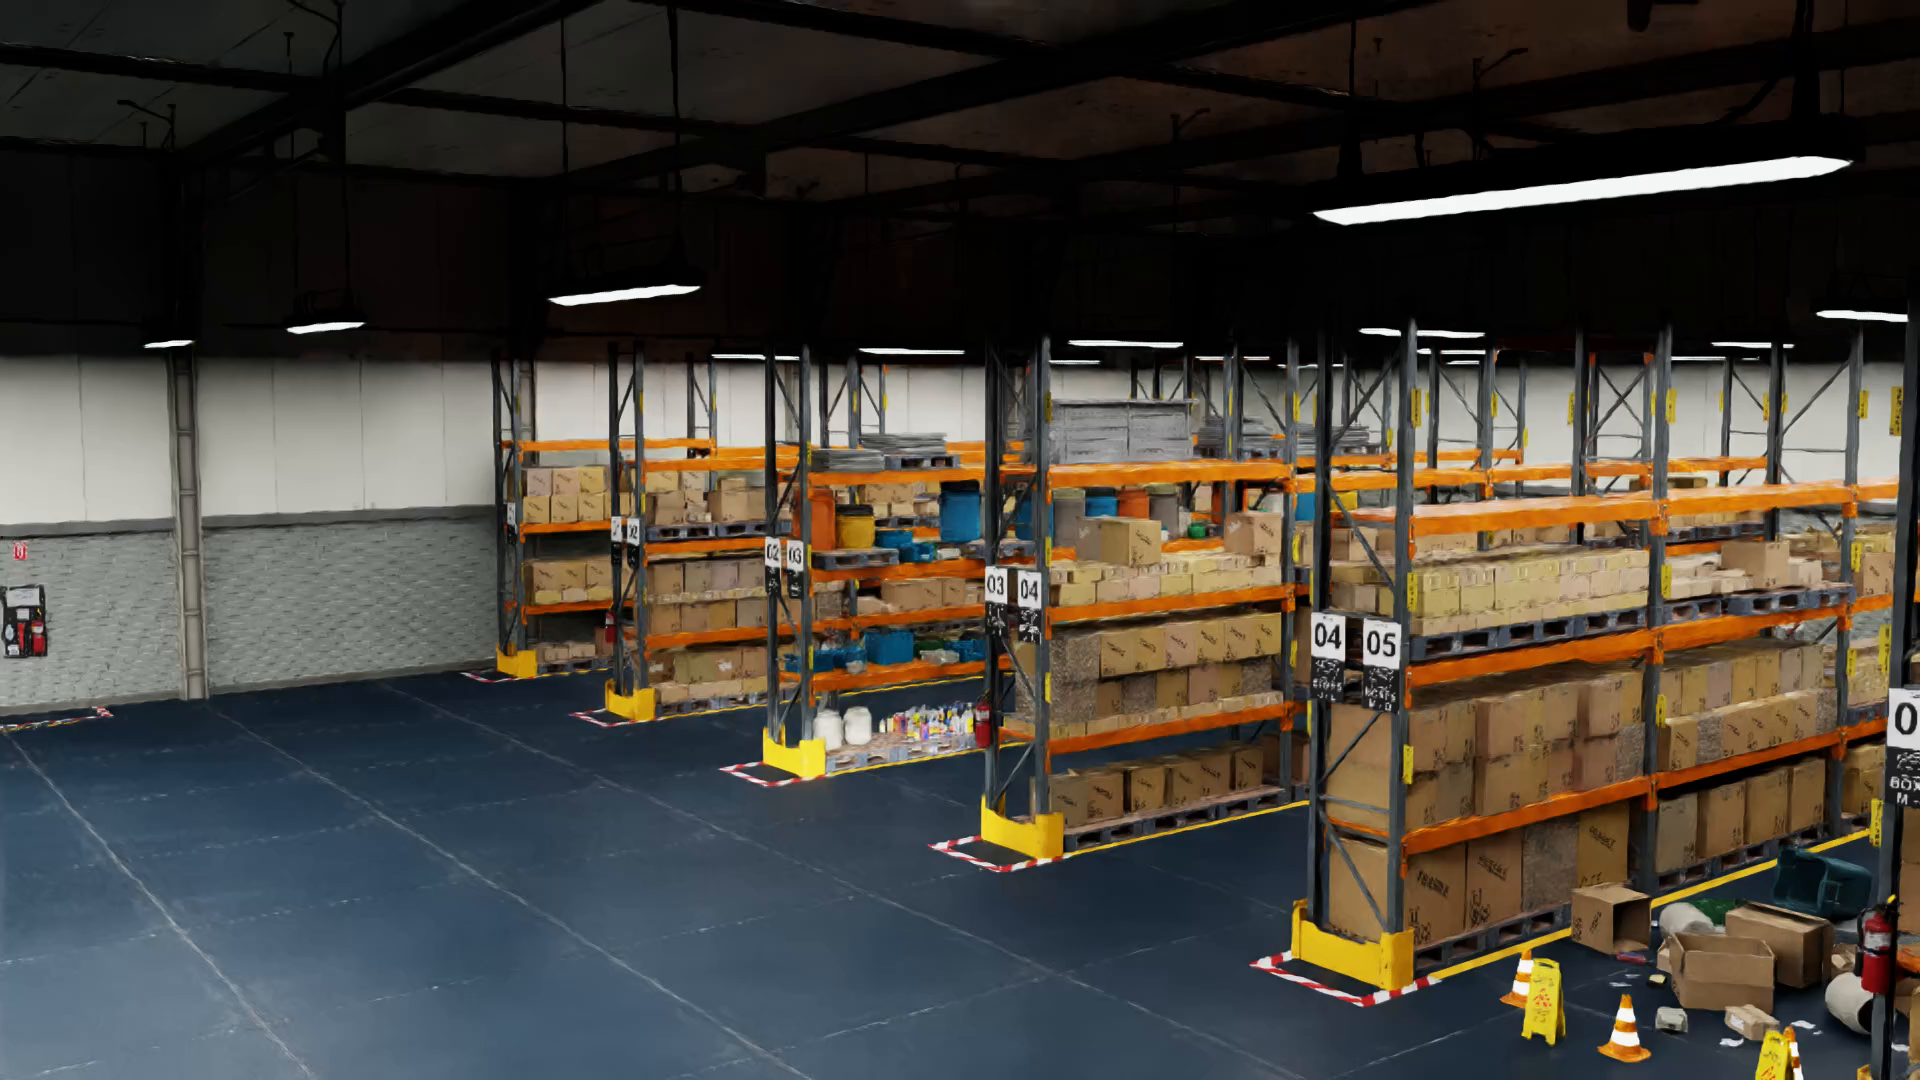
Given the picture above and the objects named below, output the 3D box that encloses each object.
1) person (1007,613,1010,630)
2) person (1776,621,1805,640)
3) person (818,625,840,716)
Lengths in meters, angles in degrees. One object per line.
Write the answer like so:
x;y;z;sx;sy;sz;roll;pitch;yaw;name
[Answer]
0.891;1.236;35.690;0.582;1.611;0.625;-4;6;-39;person
15.274;1.613;30.599;1.030;1.704;0.572;-3;6;-27;person
-1.983;2.109;25.589;0.395;1.601;0.469;2;5;22;person
